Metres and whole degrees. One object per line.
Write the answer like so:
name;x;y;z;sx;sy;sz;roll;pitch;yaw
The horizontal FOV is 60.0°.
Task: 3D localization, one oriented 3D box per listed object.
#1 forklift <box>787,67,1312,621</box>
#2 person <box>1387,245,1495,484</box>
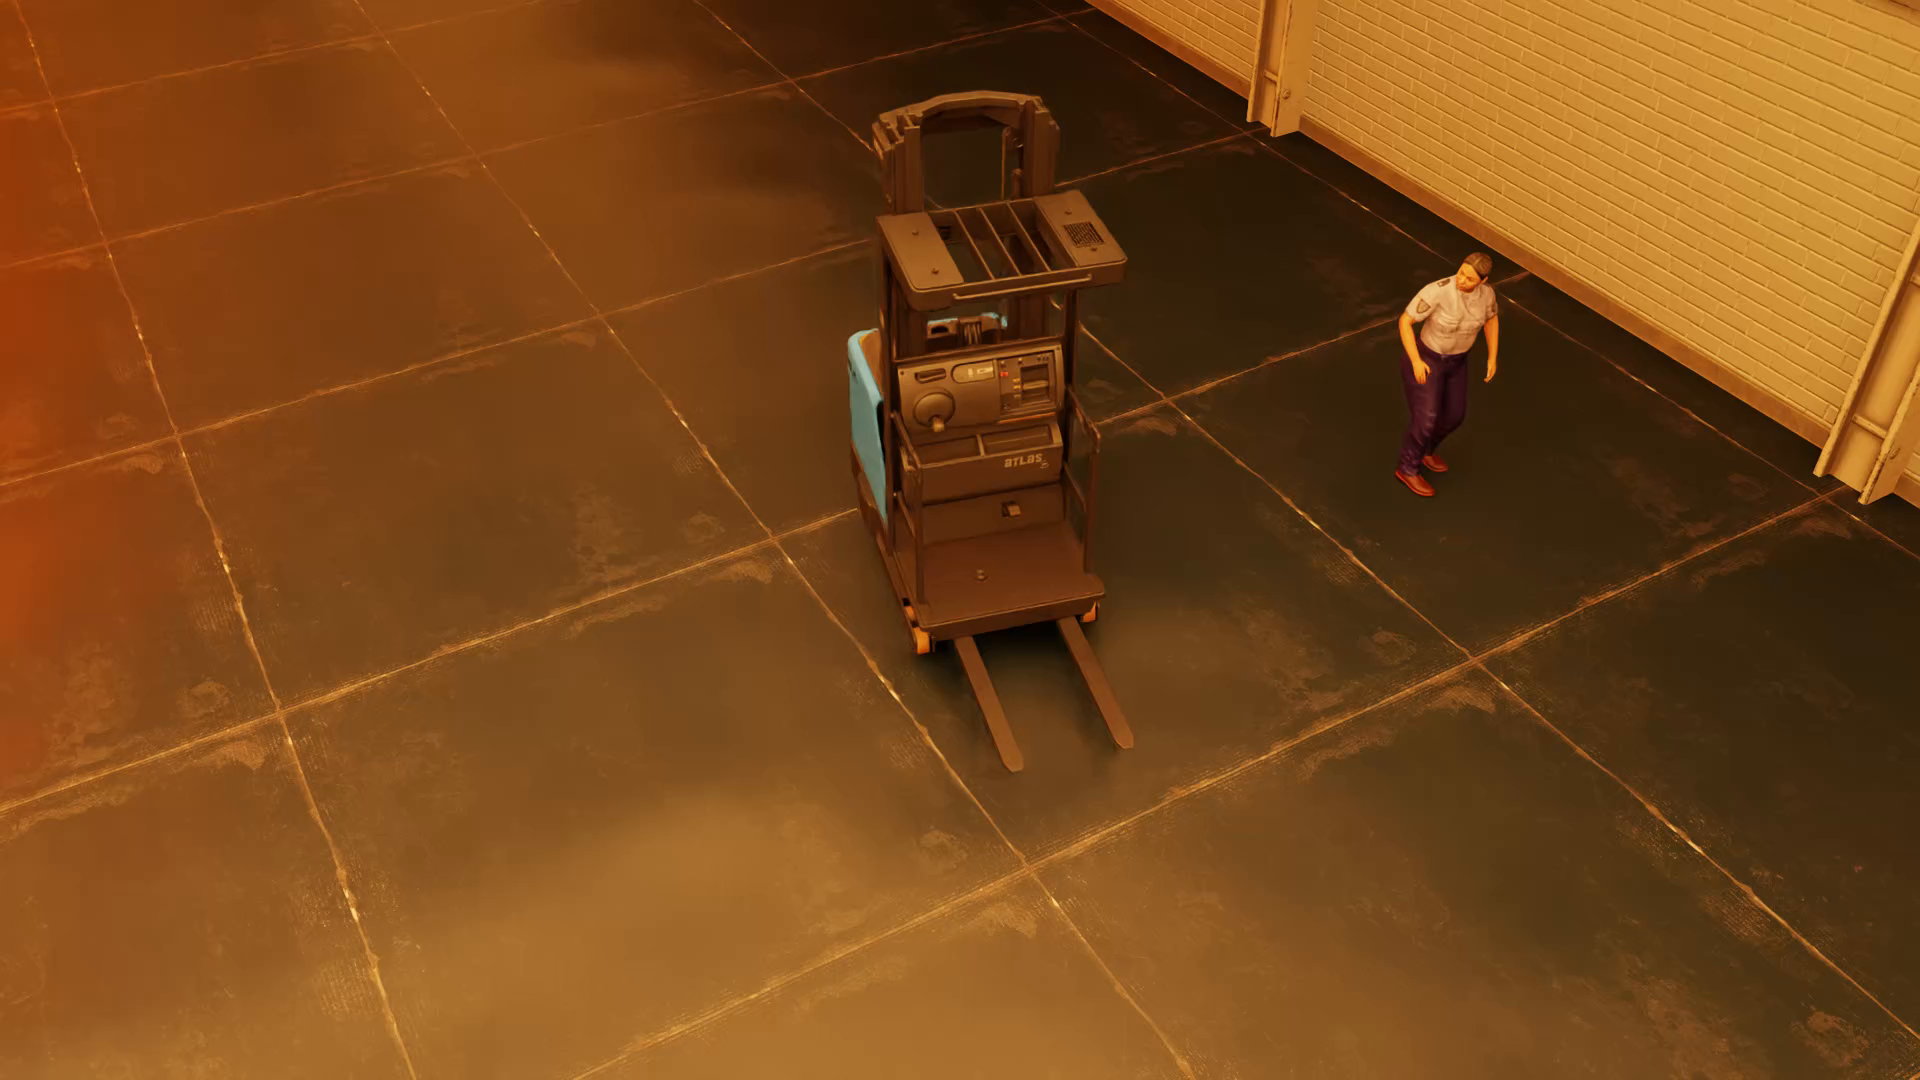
forklift;0.568;-1.035;9.283;3.031;2.935;1.130;11;41;13
person;3.011;-1.085;10.371;0.507;1.630;0.417;13;41;15
